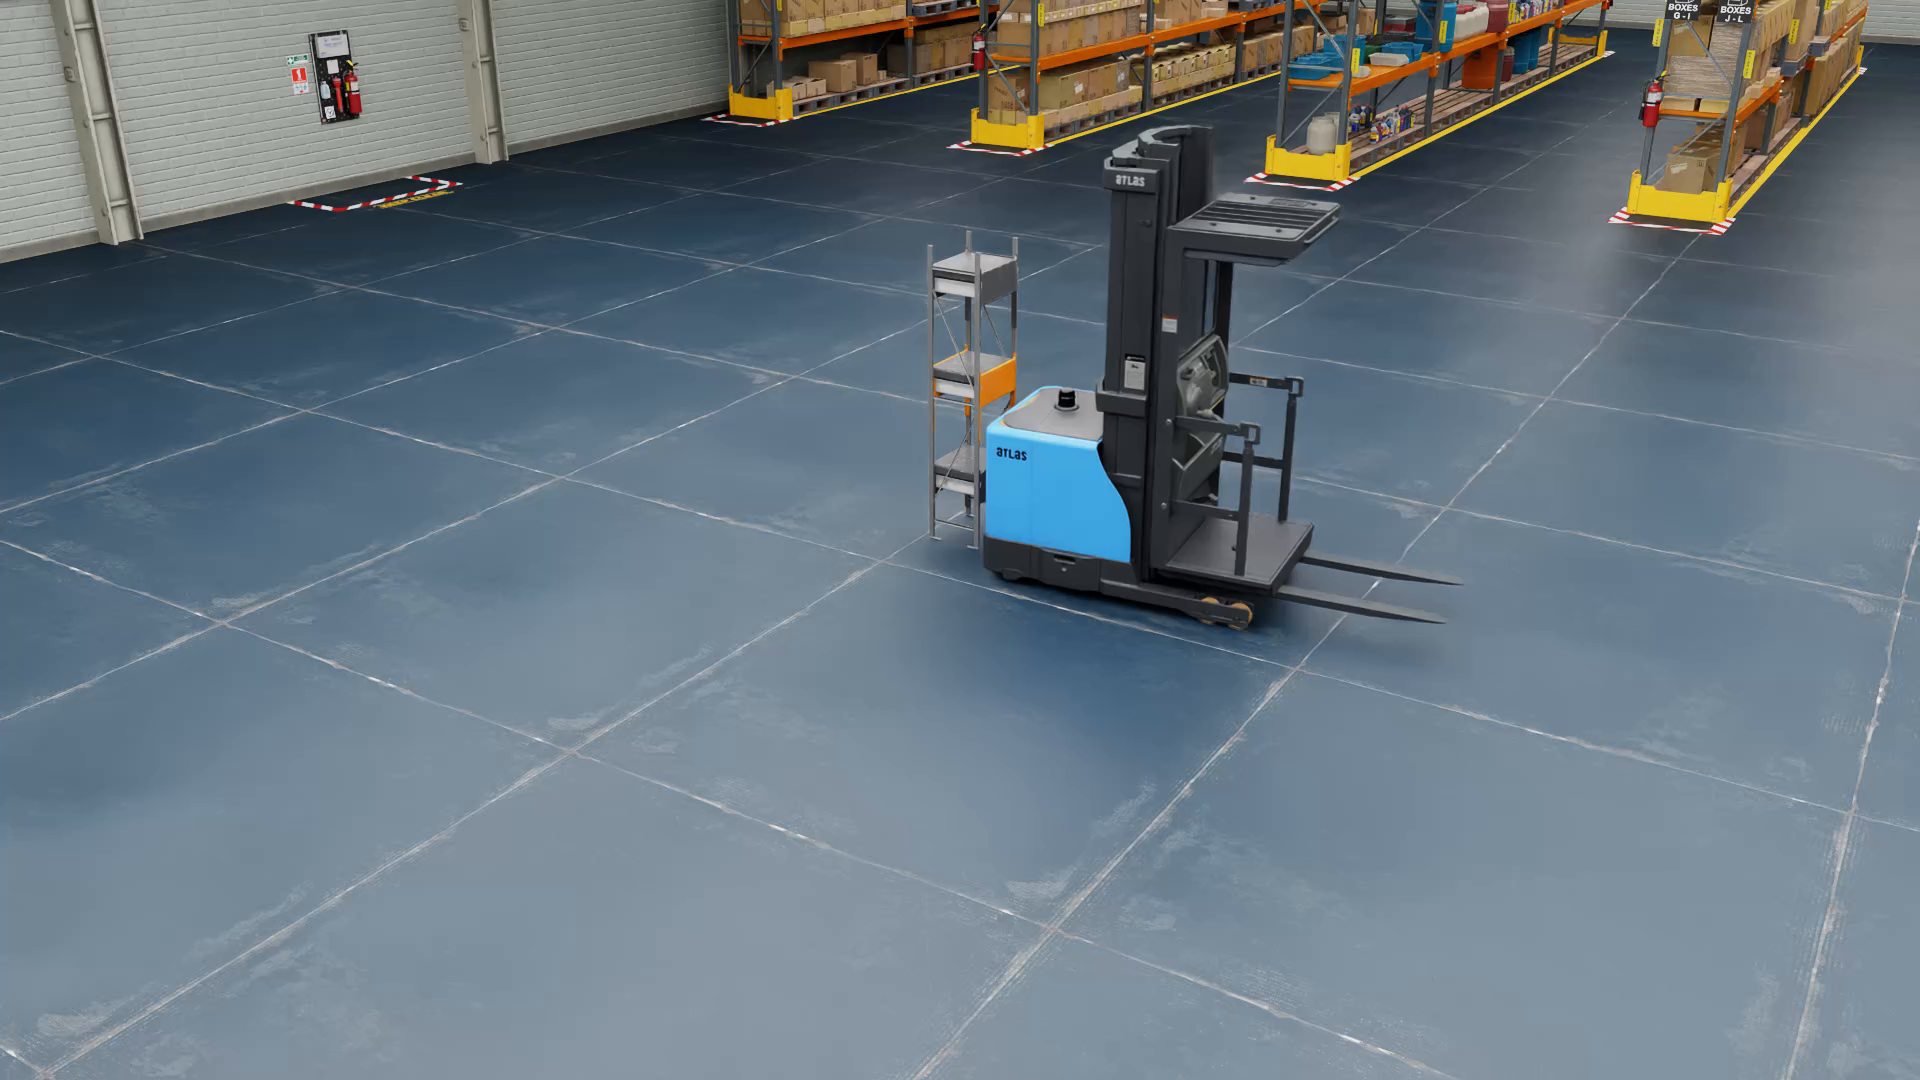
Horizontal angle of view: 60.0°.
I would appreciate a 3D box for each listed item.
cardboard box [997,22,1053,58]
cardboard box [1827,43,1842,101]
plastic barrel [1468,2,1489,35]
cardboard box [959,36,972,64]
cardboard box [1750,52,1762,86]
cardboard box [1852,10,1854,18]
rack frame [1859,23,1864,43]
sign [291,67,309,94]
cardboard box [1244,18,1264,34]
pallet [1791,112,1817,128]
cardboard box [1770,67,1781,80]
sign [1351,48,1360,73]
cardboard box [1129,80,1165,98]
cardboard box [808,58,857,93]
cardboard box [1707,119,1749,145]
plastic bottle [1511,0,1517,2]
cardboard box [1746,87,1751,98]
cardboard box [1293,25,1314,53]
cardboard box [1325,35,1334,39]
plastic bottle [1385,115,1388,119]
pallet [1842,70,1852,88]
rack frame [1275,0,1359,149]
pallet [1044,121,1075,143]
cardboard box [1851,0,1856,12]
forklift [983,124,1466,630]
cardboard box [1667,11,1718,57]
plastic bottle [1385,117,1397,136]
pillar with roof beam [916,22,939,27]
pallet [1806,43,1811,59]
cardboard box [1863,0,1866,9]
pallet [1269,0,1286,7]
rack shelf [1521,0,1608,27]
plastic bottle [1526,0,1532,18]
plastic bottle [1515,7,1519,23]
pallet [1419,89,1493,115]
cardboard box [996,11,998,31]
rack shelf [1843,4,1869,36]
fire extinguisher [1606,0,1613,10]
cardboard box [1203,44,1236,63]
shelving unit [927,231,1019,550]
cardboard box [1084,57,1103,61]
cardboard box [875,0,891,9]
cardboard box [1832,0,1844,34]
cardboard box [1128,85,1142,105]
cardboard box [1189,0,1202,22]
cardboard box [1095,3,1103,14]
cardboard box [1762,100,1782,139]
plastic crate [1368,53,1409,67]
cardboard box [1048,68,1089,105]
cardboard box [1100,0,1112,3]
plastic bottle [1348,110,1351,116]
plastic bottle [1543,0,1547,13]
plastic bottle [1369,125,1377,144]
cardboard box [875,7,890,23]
[{"bbox_3d":[1.011,-7.804,25.876,0.700,0.500,0.500,14,27,29],"label":"cardboard box"},{"bbox_3d":[14.706,-8.272,29.228,1.225,0.875,0.875,13,27,27],"label":"cardboard box"},{"bbox_3d":[8.818,-8.924,28.447,0.421,0.512,0.421,0,23,0],"label":"plastic barrel"},{"bbox_3d":[-0.181,-9.818,33.246,0.700,0.500,0.500,14,27,29],"label":"cardboard box"},{"bbox_3d":[10.217,-6.408,22.277,0.875,0.500,0.500,14,27,29],"label":"cardboard box"},{"bbox_3d":[16.350,-9.758,30.831,0.380,0.149,0.250,13,27,28],"label":"cardboard box"},{"bbox_3d":[17.607,-10.926,33.214,1.000,3.000,0.127,14,27,29],"label":"rack frame"},{"bbox_3d":[-8.703,-6.058,21.923,0.001,0.329,0.234,14,27,29],"label":"sign"},{"bbox_3d":[5.830,-10.433,33.724,0.500,0.250,0.500,13,27,28],"label":"cardboard box"},{"bbox_3d":[13.867,-7.197,28.109,1.003,0.211,1.213,14,27,29],"label":"pallet"},{"bbox_3d":[11.414,-6.627,23.598,0.380,0.149,0.250,14,27,29],"label":"cardboard box"},{"bbox_3d":[5.425,-6.574,22.813,0.100,0.325,0.005,14,27,29],"label":"sign"},{"bbox_3d":[3.287,-7.969,29.314,0.500,0.250,0.500,13,27,28],"label":"cardboard box"},{"bbox_3d":[-2.285,-8.339,29.830,0.700,0.500,0.500,12,26,26],"label":"cardboard box"},{"bbox_3d":[11.033,-5.795,23.979,0.500,0.500,0.500,13,27,27],"label":"cardboard box"},{"bbox_3d":[10.807,-10.527,32.354,0.144,0.351,0.185,14,27,29],"label":"plastic bottle"},{"bbox_3d":[10.174,-5.880,21.874,0.380,0.149,0.250,14,27,29],"label":"cardboard box"},{"bbox_3d":[7.067,-10.482,34.779,0.500,0.500,0.500,14,27,29],"label":"cardboard box"},{"bbox_3d":[7.936,-10.946,36.271,0.380,0.166,0.250,14,27,29],"label":"cardboard box"},{"bbox_3d":[6.603,-6.431,25.695,0.061,0.283,0.133,14,27,29],"label":"plastic bottle"},{"bbox_3d":[16.608,-8.950,32.159,1.003,0.211,1.213,14,27,29],"label":"pallet"},{"bbox_3d":[4.960,-6.564,23.137,1.000,3.000,0.127,14,27,29],"label":"rack frame"},{"bbox_3d":[1.121,-6.591,26.708,1.003,0.211,1.213,14,27,29],"label":"pallet"},{"bbox_3d":[16.234,-9.915,30.691,0.500,0.250,0.500,14,27,29],"label":"cardboard box"},{"bbox_3d":[1.712,-1.020,10.417,3.031,2.935,1.130,11,26,23],"label":"forklift"},{"bbox_3d":[9.248,-6.405,21.011,0.500,0.500,0.500,14,27,29],"label":"cardboard box"},{"bbox_3d":[6.614,-6.361,25.542,0.152,0.276,0.135,14,27,30],"label":"plastic bottle"},{"bbox_3d":[3.000,-12.934,30.300,9.100,9.000,0.400,14,27,29],"label":"pillar with roof beam"},{"bbox_3d":[12.378,-7.462,25.452,1.003,0.211,1.213,14,27,29],"label":"pallet"},{"bbox_3d":[17.430,-10.449,32.427,0.380,0.149,0.250,14,27,29],"label":"cardboard box"},{"bbox_3d":[5.995,-10.873,33.332,1.003,0.211,1.213,14,27,29],"label":"pallet"},{"bbox_3d":[12.345,-10.959,34.195,1.077,0.370,4.000,14,27,29],"label":"rack shelf"},{"bbox_3d":[10.502,-9.841,30.769,0.144,0.351,0.185,14,27,29],"label":"plastic bottle"},{"bbox_3d":[10.036,-9.481,30.022,0.061,0.283,0.133,14,27,29],"label":"plastic bottle"},{"bbox_3d":[8.738,-7.731,29.343,1.003,0.211,1.213,14,27,29],"label":"pallet"},{"bbox_3d":[1.262,-10.767,35.024,0.750,0.750,0.750,13,27,28],"label":"cardboard box"},{"bbox_3d":[16.552,-9.921,31.798,1.077,0.370,4.000,14,27,29],"label":"rack shelf"},{"bbox_3d":[13.865,-11.713,35.599,0.296,0.674,0.183,14,27,29],"label":"fire extinguisher"},{"bbox_3d":[4.906,-9.263,31.599,0.500,0.311,0.500,15,27,30],"label":"cardboard box"},{"bbox_3d":[0.087,-1.019,11.462,0.431,2.100,0.503,14,27,29],"label":"shelving unit"},{"bbox_3d":[2.096,-7.967,28.367,0.500,0.500,0.500,14,27,29],"label":"cardboard box"},{"bbox_3d":[-1.592,-9.881,30.018,0.500,0.500,0.500,14,27,29],"label":"cardboard box"},{"bbox_3d":[14.946,-9.064,28.785,0.500,0.500,0.500,14,27,28],"label":"cardboard box"},{"bbox_3d":[2.805,-7.682,28.652,0.500,0.250,0.500,14,27,29],"label":"cardboard box"},{"bbox_3d":[4.102,-9.780,30.439,0.500,0.500,0.500,12,26,26],"label":"cardboard box"},{"bbox_3d":[2.093,-8.642,26.994,0.380,0.149,0.250,15,28,31],"label":"cardboard box"},{"bbox_3d":[12.182,-6.480,25.535,0.700,0.500,0.500,11,26,24],"label":"cardboard box"},{"bbox_3d":[6.428,-7.192,24.920,0.530,0.136,0.437,14,27,29],"label":"plastic crate"},{"bbox_3d":[1.740,-7.353,26.949,0.500,0.500,0.500,14,27,29],"label":"cardboard box"},{"bbox_3d":[2.105,-9.104,27.245,0.700,0.500,0.500,14,27,29],"label":"cardboard box"},{"bbox_3d":[6.069,-6.573,26.024,0.061,0.283,0.133,15,28,31],"label":"plastic bottle"},{"bbox_3d":[11.083,-10.213,31.628,0.144,0.351,0.185,14,27,29],"label":"plastic bottle"},{"bbox_3d":[6.181,-6.061,24.855,0.097,0.271,0.097,0,23,0],"label":"plastic bottle"},{"bbox_3d":[-1.609,-9.541,30.177,0.500,0.250,0.500,14,27,29],"label":"cardboard box"}]
